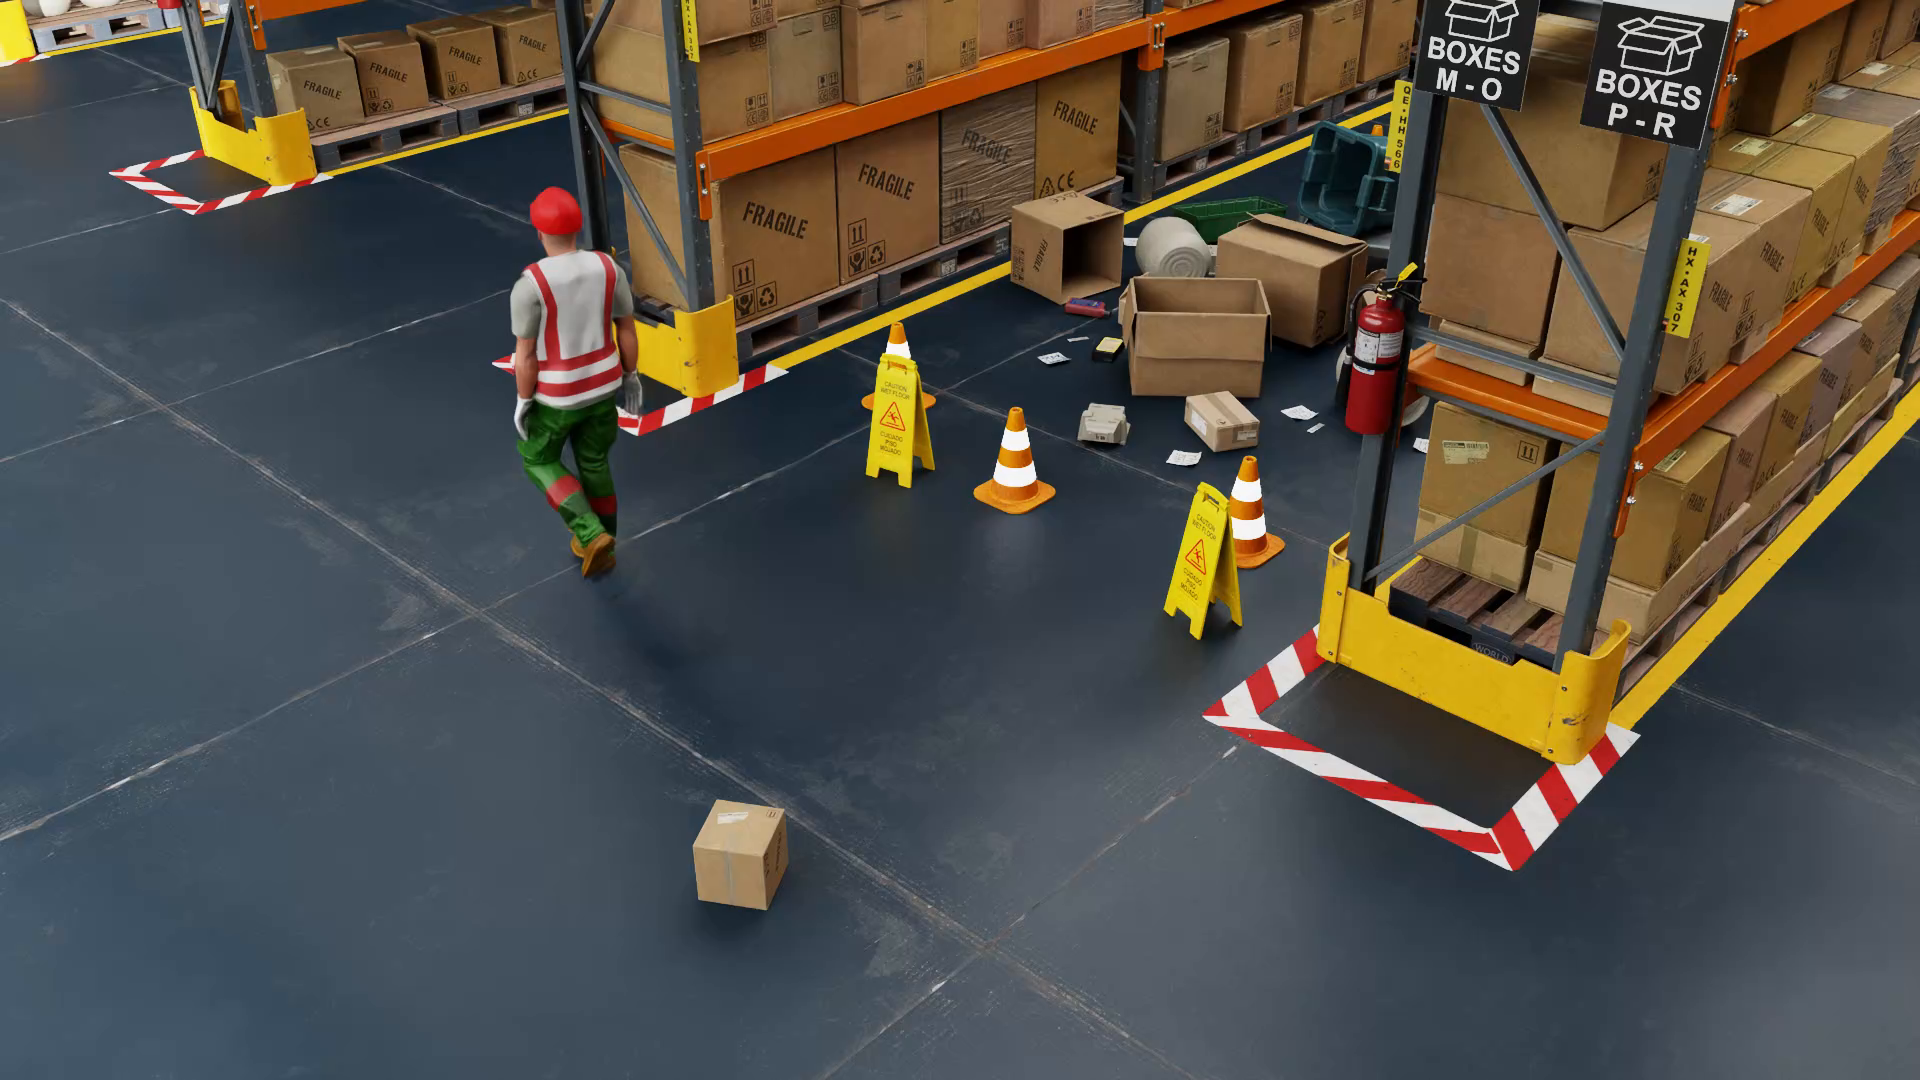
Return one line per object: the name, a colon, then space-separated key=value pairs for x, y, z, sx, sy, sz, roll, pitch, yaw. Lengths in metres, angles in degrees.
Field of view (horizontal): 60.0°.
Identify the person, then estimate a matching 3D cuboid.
person: x=-1.625 y=-0.631 z=7.108 sx=0.589 sy=1.781 sz=0.547 roll=-22 pitch=38 yaw=-32
